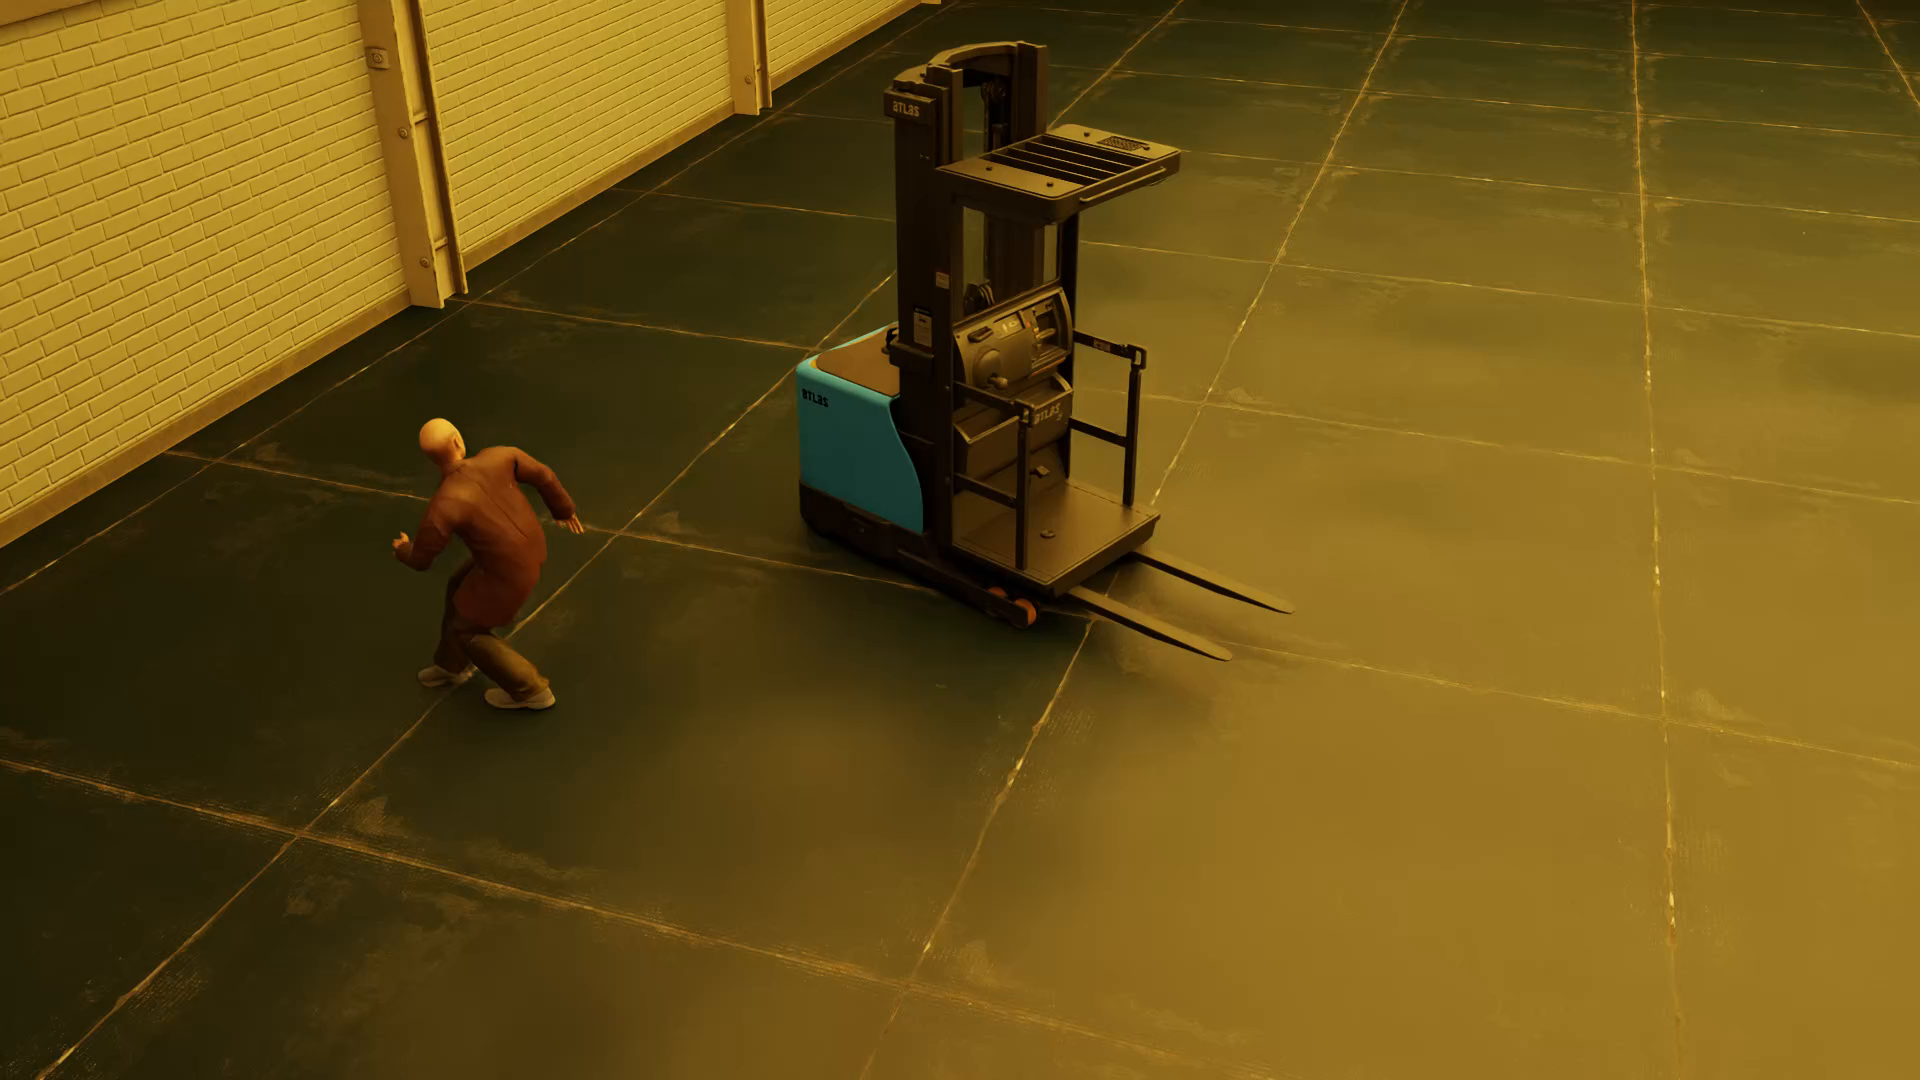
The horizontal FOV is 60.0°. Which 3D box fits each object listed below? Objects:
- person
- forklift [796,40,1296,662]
[{"bbox_3d":[-2.448,0.066,8.394,0.818,1.604,0.804,9,31,16],"label":"person"},{"bbox_3d":[0.459,-1.074,9.021,3.031,2.935,1.130,23,37,35],"label":"forklift"}]
